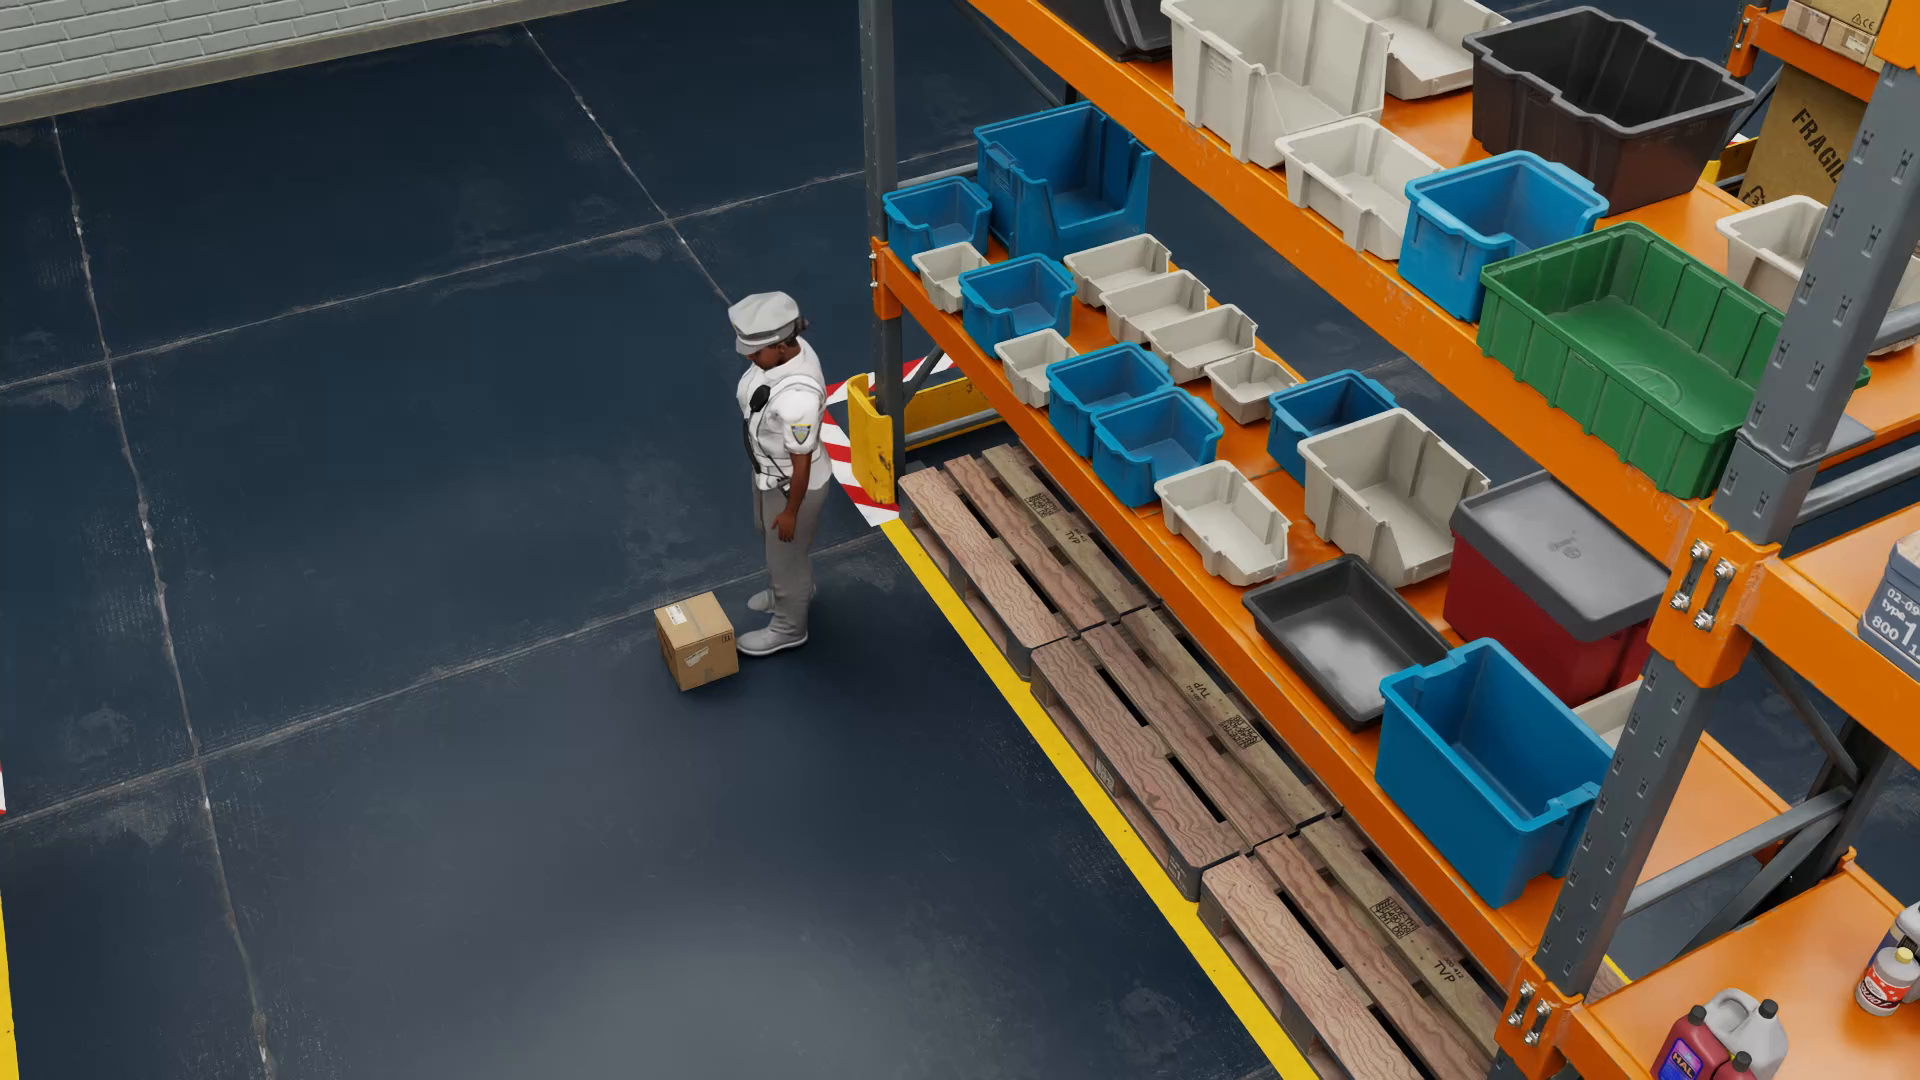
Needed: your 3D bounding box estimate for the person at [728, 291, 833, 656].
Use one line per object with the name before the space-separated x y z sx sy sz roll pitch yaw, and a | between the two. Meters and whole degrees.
person | -0.721 -0.223 6.428 0.443 1.711 0.531 -10 42 -11
